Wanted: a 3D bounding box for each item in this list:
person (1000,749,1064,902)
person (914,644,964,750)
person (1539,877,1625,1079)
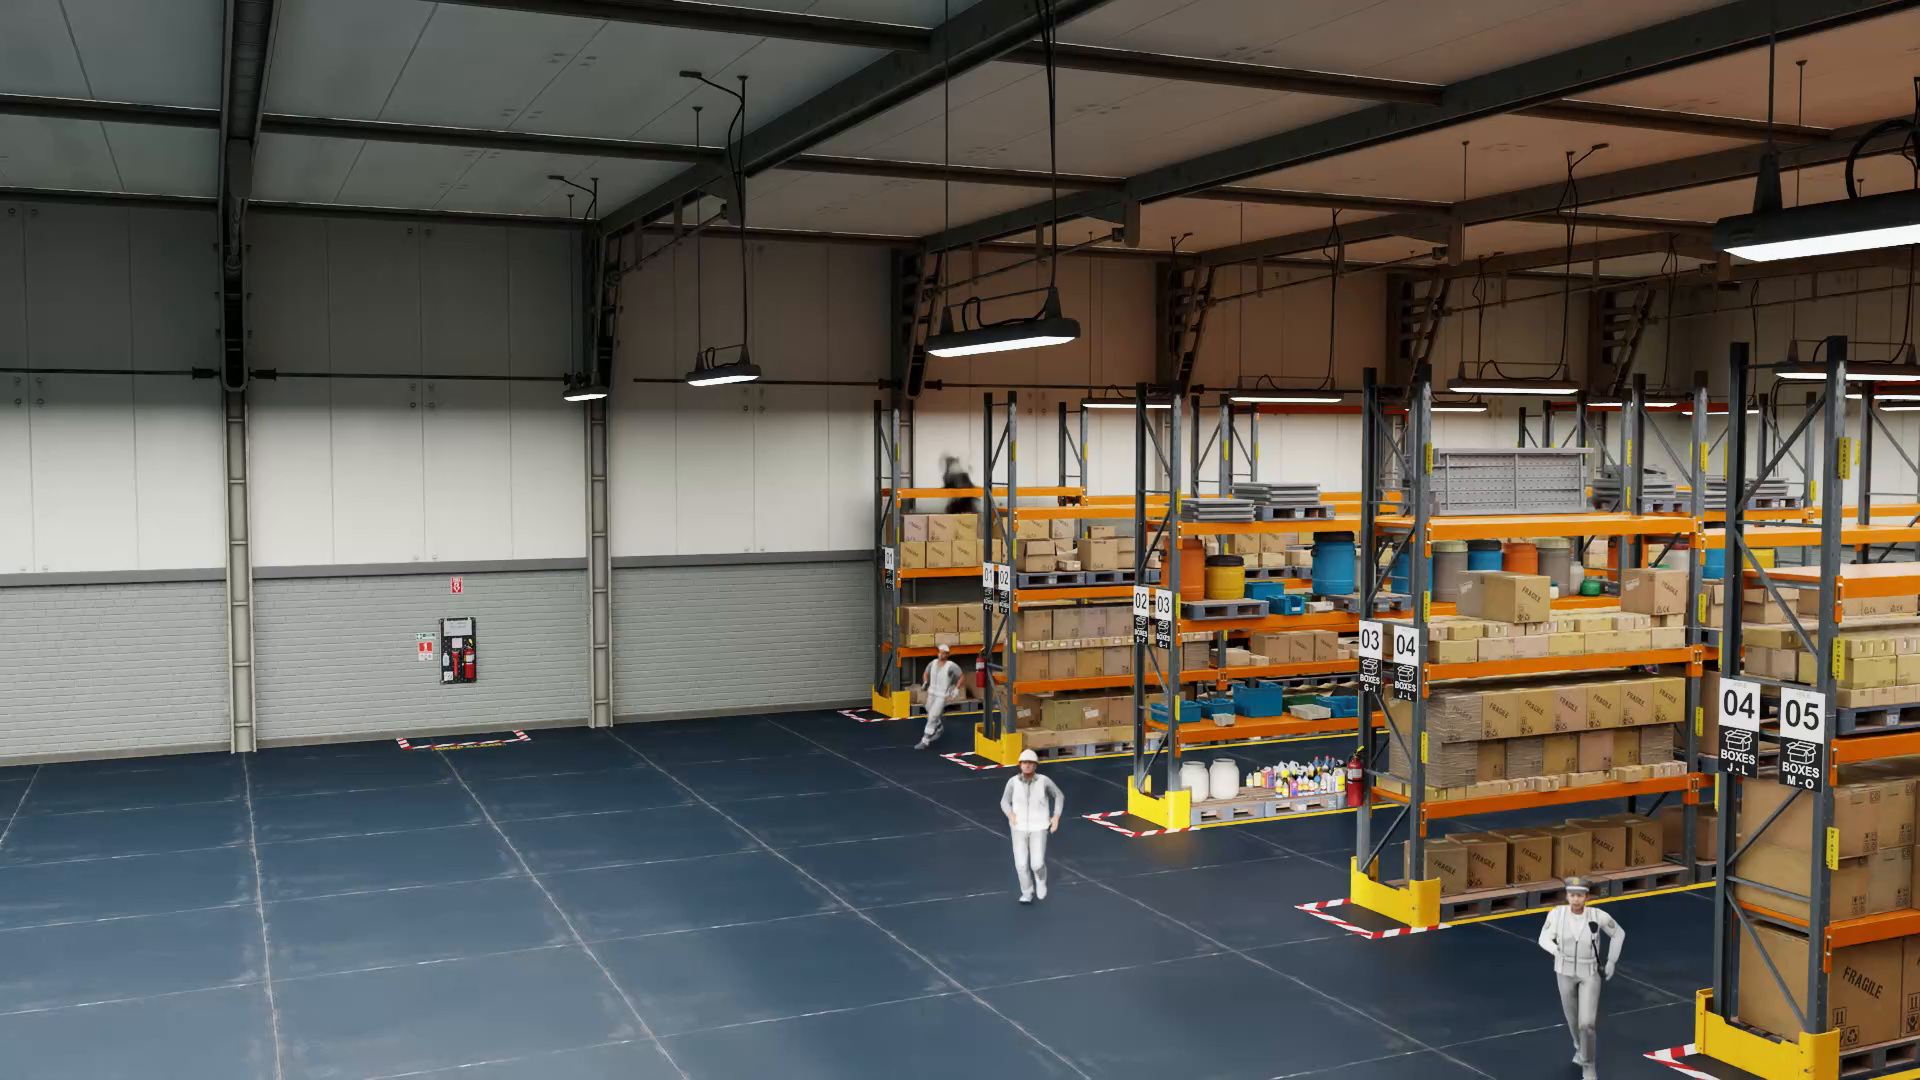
[{"bbox_3d":[0.786,3.207,18.541,0.699,1.729,0.584,1,3,10],"label":"person"},{"bbox_3d":[-0.352,2.632,28.113,0.717,1.749,0.986,2,4,33],"label":"person"},{"bbox_3d":[5.025,3.543,13.491,0.620,1.697,0.752,2,4,32],"label":"person"}]
